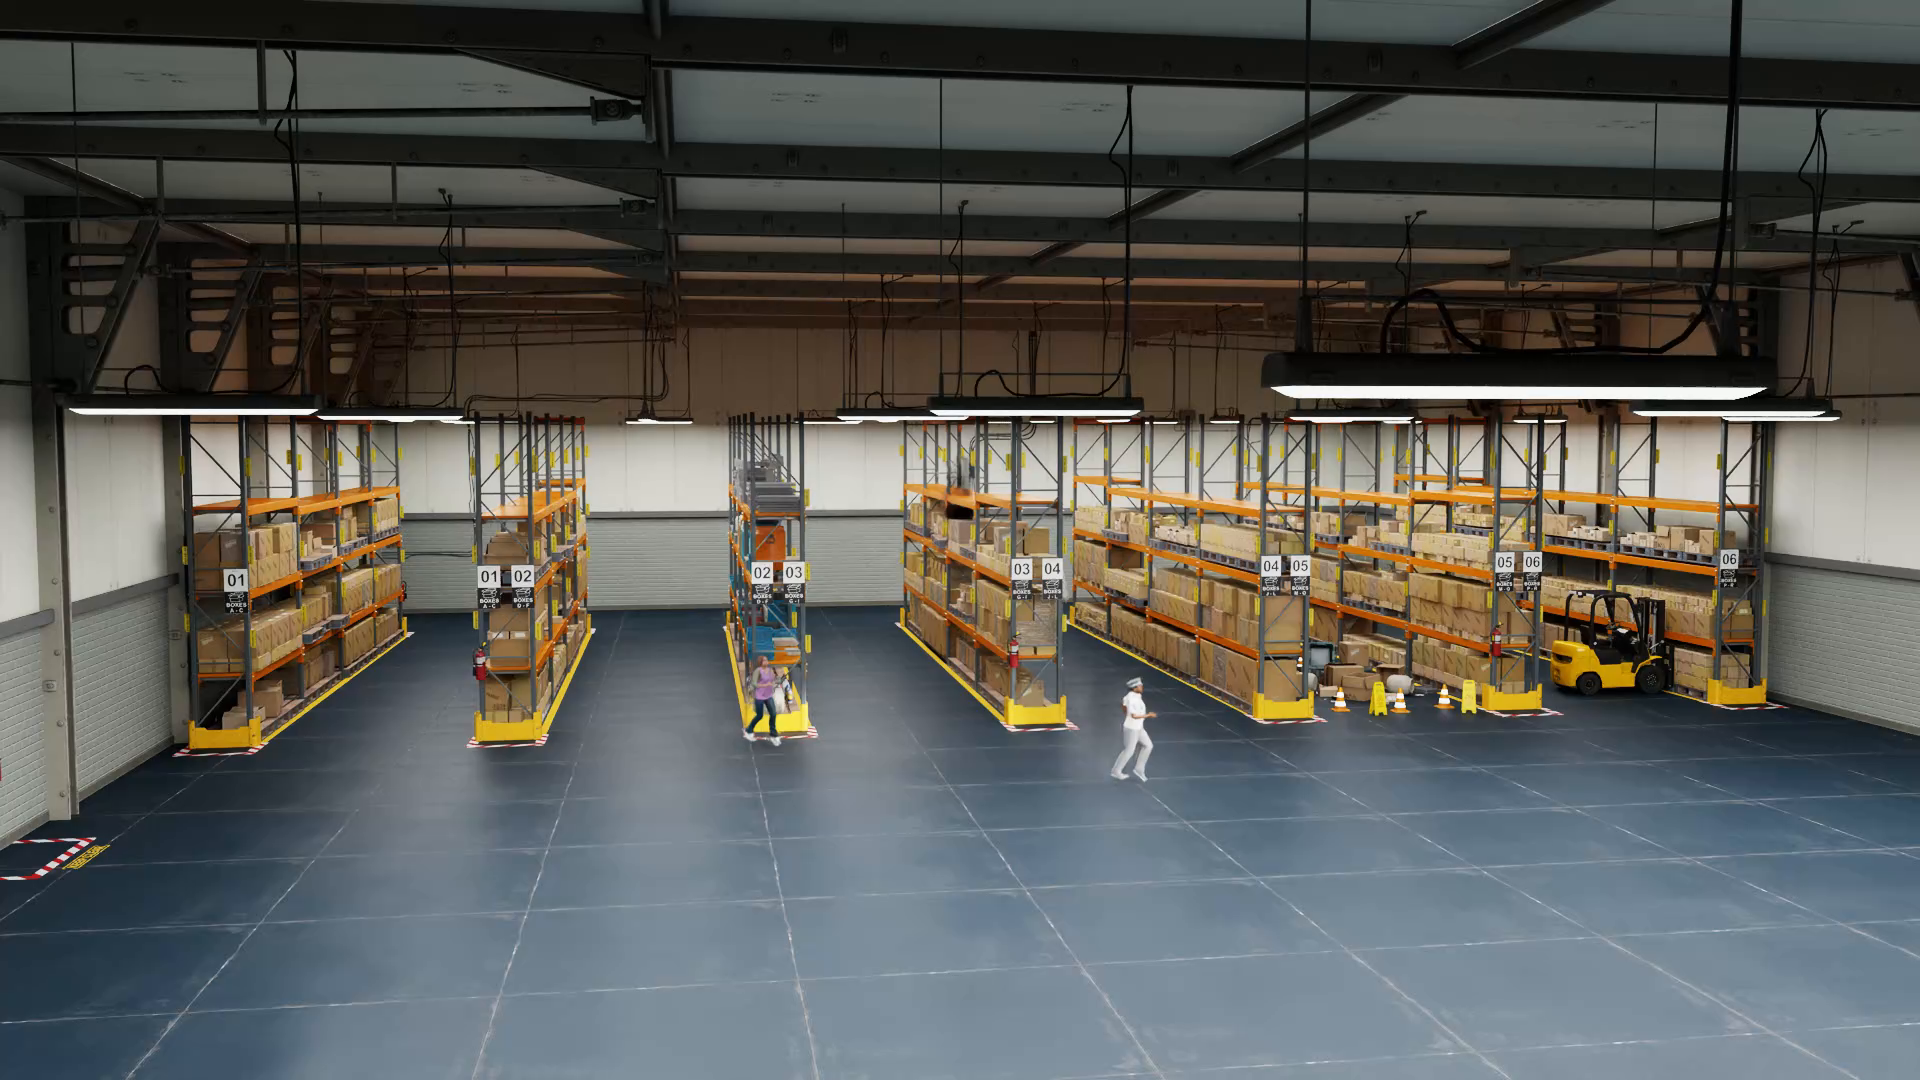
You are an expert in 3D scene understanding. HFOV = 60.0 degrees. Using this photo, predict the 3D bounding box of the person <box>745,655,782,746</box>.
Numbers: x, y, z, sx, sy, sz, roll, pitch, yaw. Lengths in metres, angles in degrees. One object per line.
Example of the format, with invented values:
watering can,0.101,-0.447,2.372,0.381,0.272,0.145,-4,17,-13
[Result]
person,-3.558,2.874,29.937,0.753,1.628,0.534,3,5,37

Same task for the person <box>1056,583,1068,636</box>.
person,2.580,1.780,45.304,0.706,1.763,0.760,0,4,1

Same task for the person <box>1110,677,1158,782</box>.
person,2.822,3.064,26.820,0.765,1.733,0.523,1,4,16

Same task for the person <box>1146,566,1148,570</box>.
person,5.379,1.545,48.740,0.683,1.739,0.545,-1,4,-10
